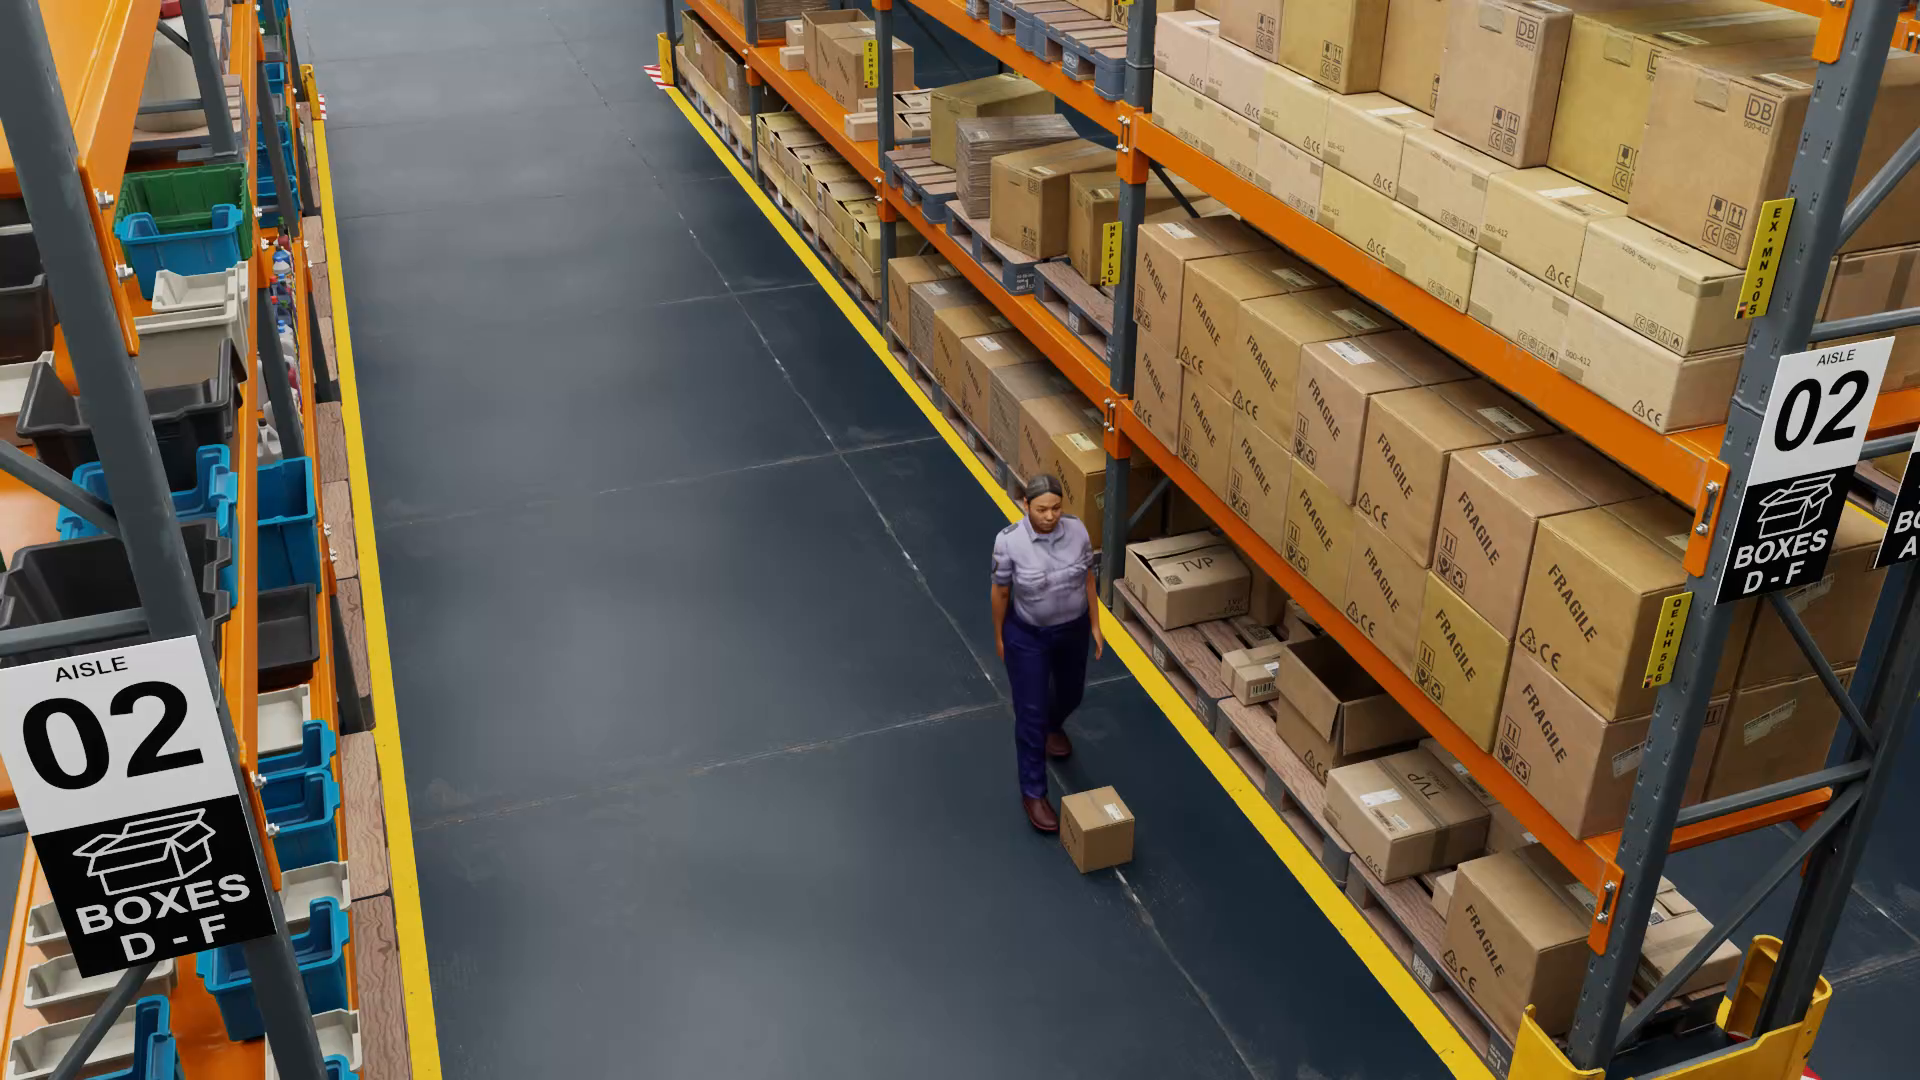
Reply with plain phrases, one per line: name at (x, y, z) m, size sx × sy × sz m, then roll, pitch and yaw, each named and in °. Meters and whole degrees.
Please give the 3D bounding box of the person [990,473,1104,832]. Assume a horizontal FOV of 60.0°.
person at (0.412, 0.442, 7.569) m, size 0.493 × 1.628 × 0.764 m, roll -11°, pitch 32°, yaw -19°
